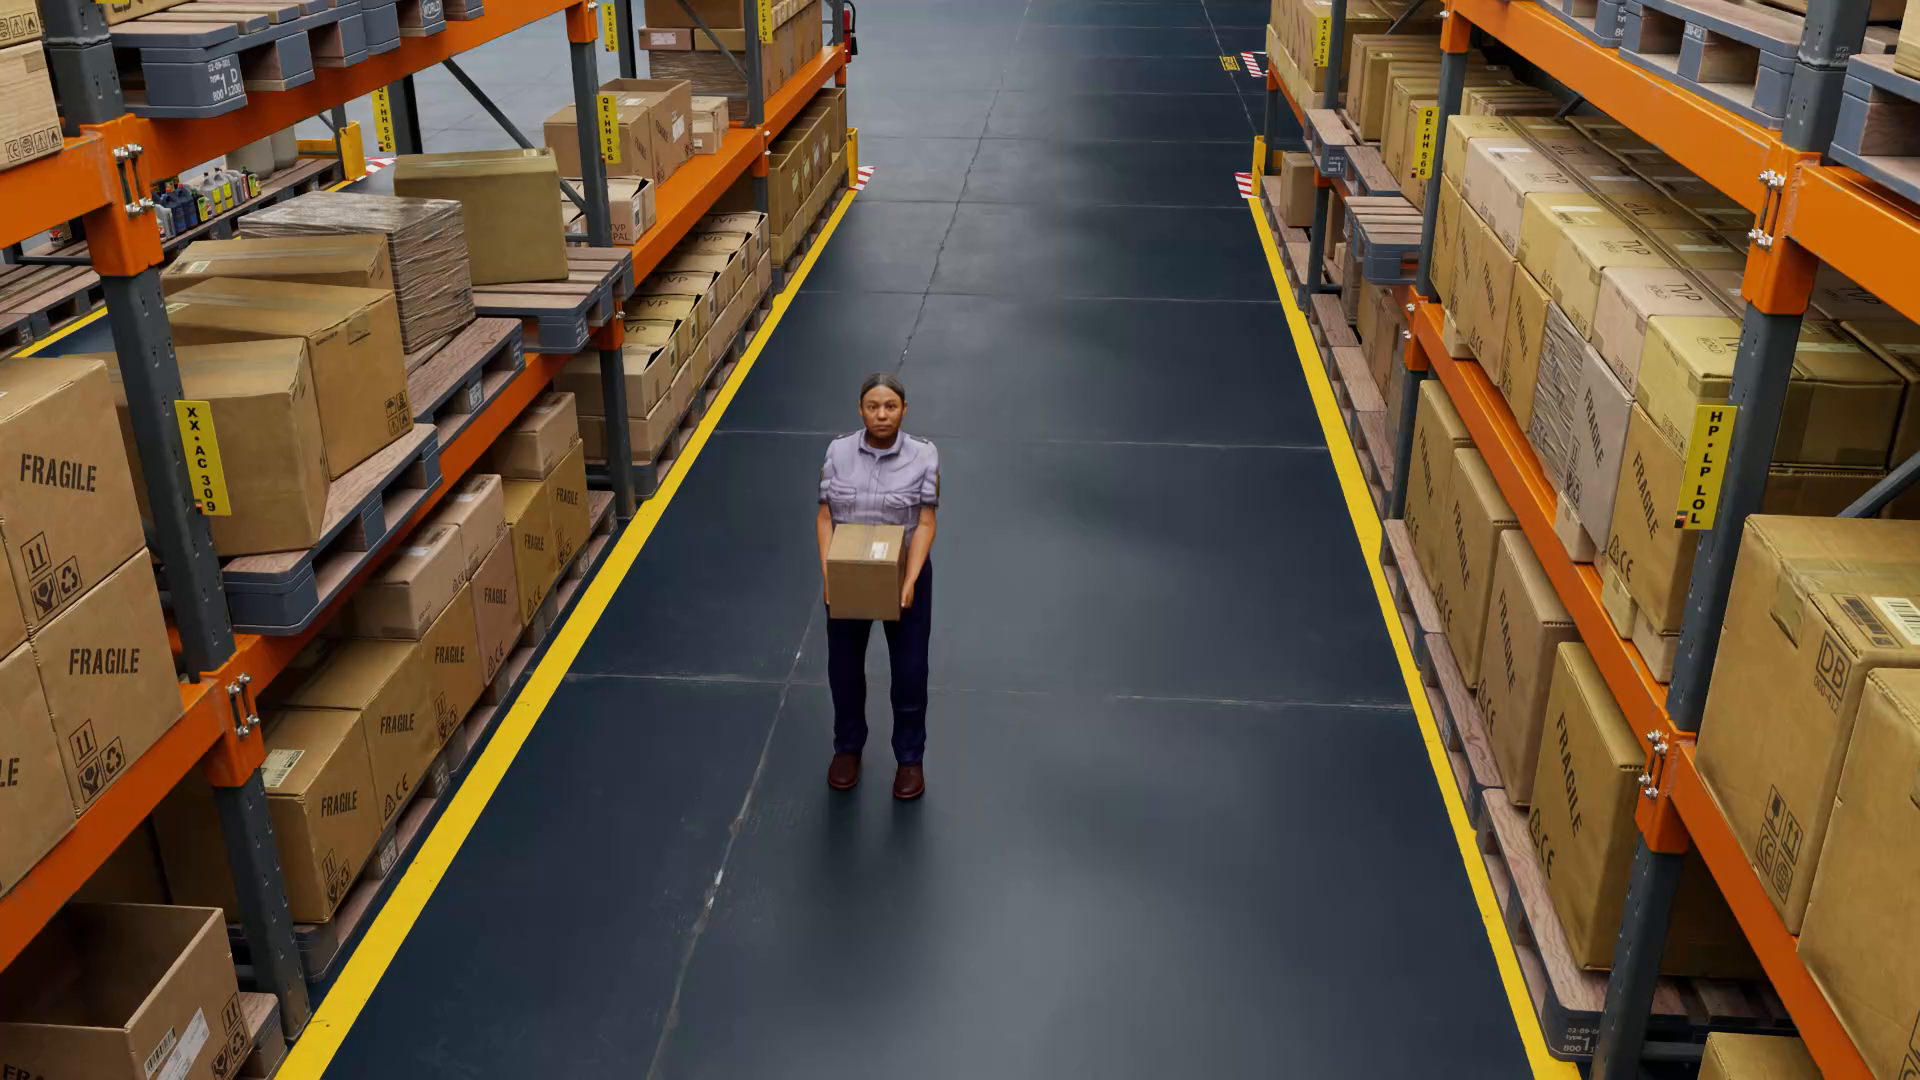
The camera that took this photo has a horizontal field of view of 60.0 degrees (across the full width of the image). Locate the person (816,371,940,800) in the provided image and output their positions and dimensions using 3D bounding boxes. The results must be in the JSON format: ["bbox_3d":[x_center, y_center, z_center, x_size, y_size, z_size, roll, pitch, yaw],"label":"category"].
[{"bbox_3d":[-0.307,0.200,6.203,0.452,1.634,0.523,2,25,4],"label":"person"}]
